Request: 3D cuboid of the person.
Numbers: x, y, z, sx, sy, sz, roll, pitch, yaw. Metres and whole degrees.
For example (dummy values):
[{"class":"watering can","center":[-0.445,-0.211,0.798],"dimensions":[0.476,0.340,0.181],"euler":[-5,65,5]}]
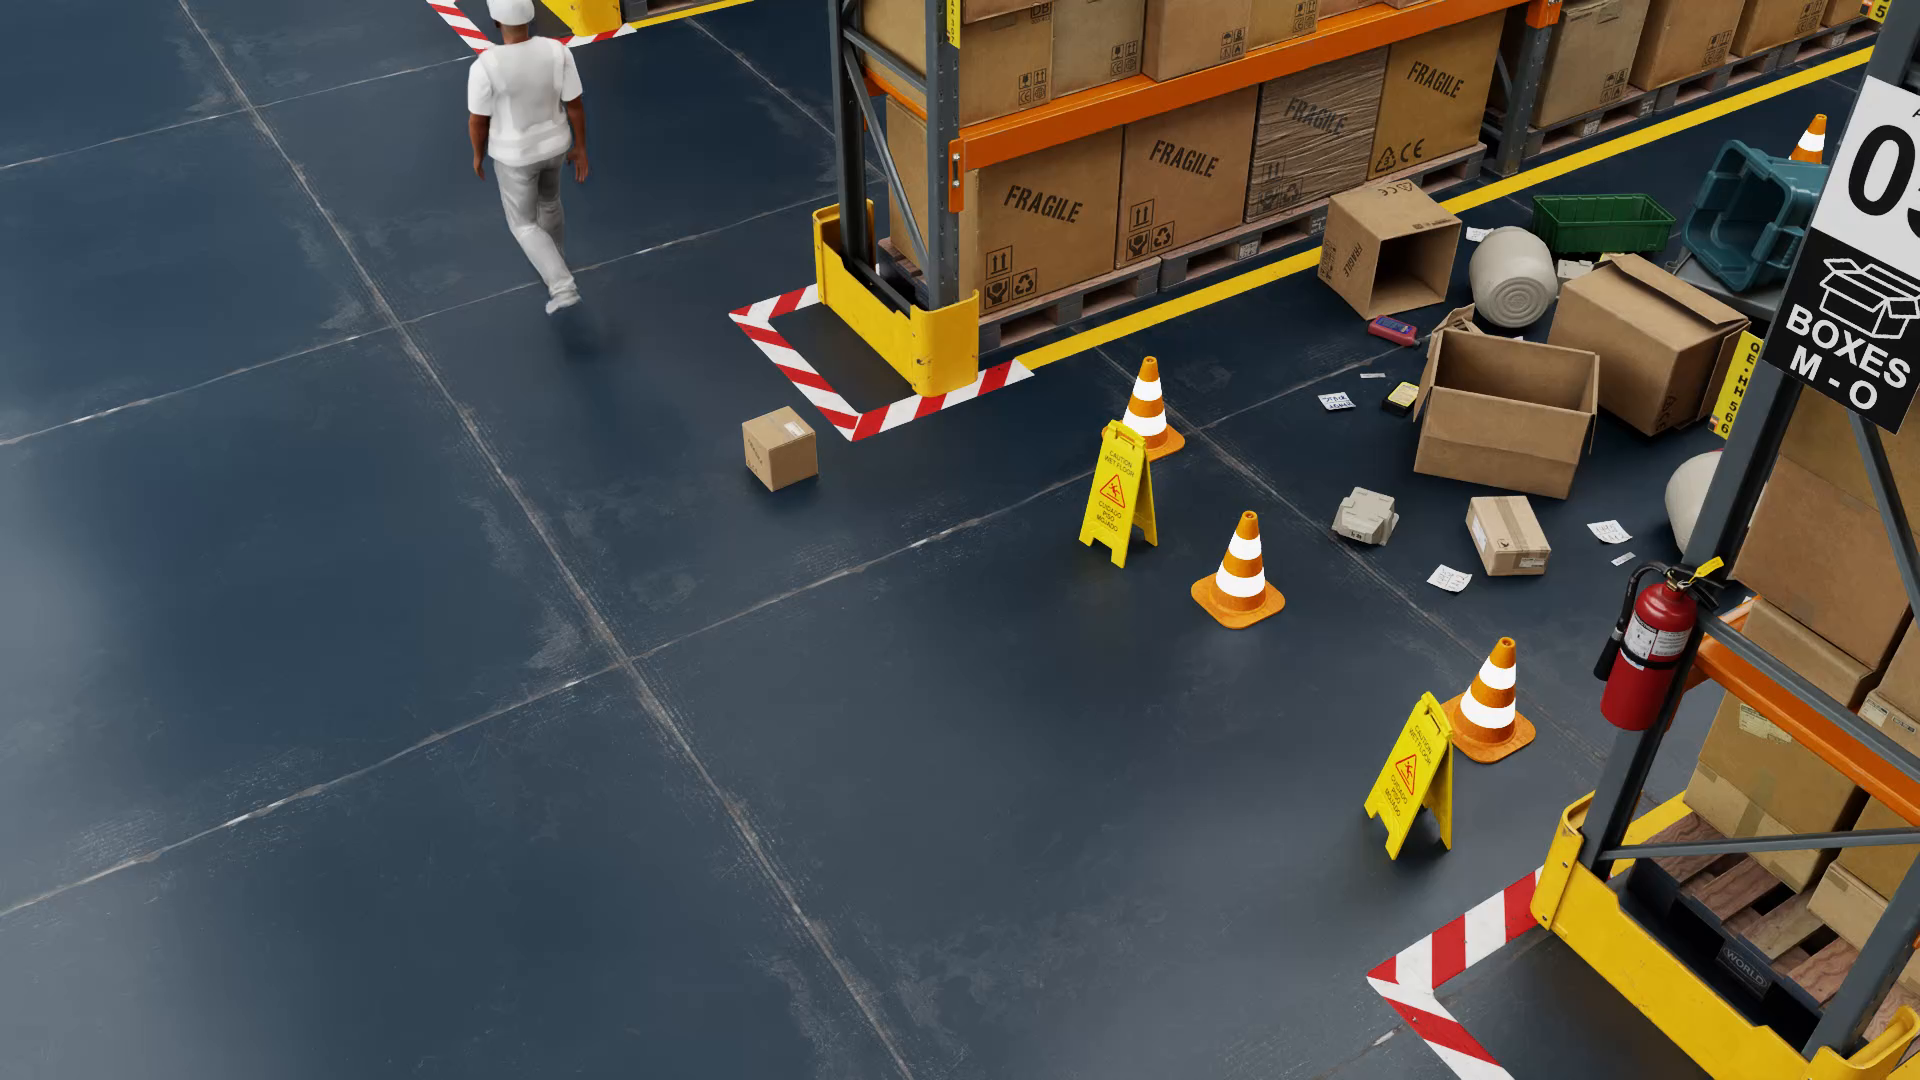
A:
[{"class":"person","center":[-2.178,-1.985,8.455],"dimensions":[0.565,1.739,0.906],"euler":[-26,47,-27]}]
